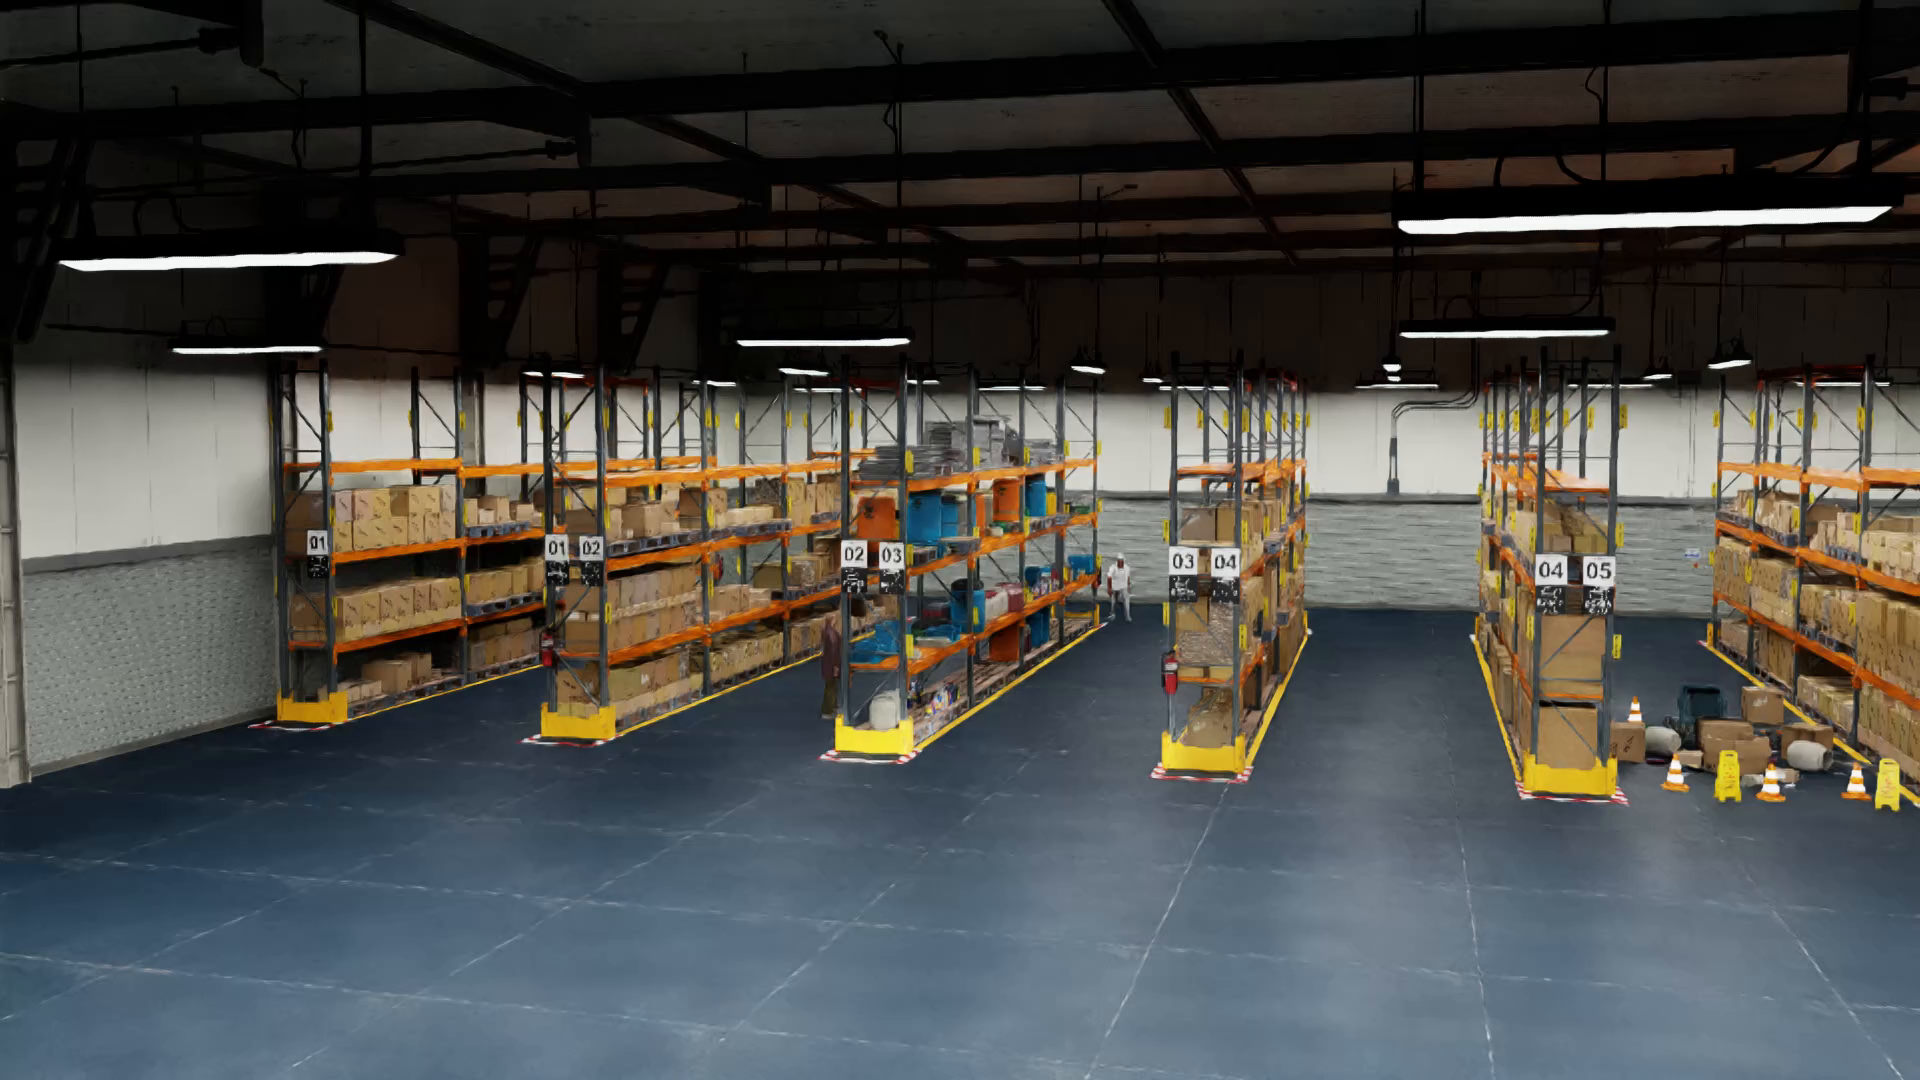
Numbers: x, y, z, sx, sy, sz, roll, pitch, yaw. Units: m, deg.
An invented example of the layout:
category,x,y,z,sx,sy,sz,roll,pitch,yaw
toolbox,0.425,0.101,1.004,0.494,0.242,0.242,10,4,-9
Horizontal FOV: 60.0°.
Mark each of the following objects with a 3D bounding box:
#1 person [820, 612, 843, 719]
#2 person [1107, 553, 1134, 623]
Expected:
category,x,y,z,sx,sy,sz,roll,pitch,yaw
person,-2.120,2.087,27.921,0.505,1.783,0.632,-1,4,-17
person,3.977,1.181,41.314,0.621,1.725,0.954,-1,4,-8
